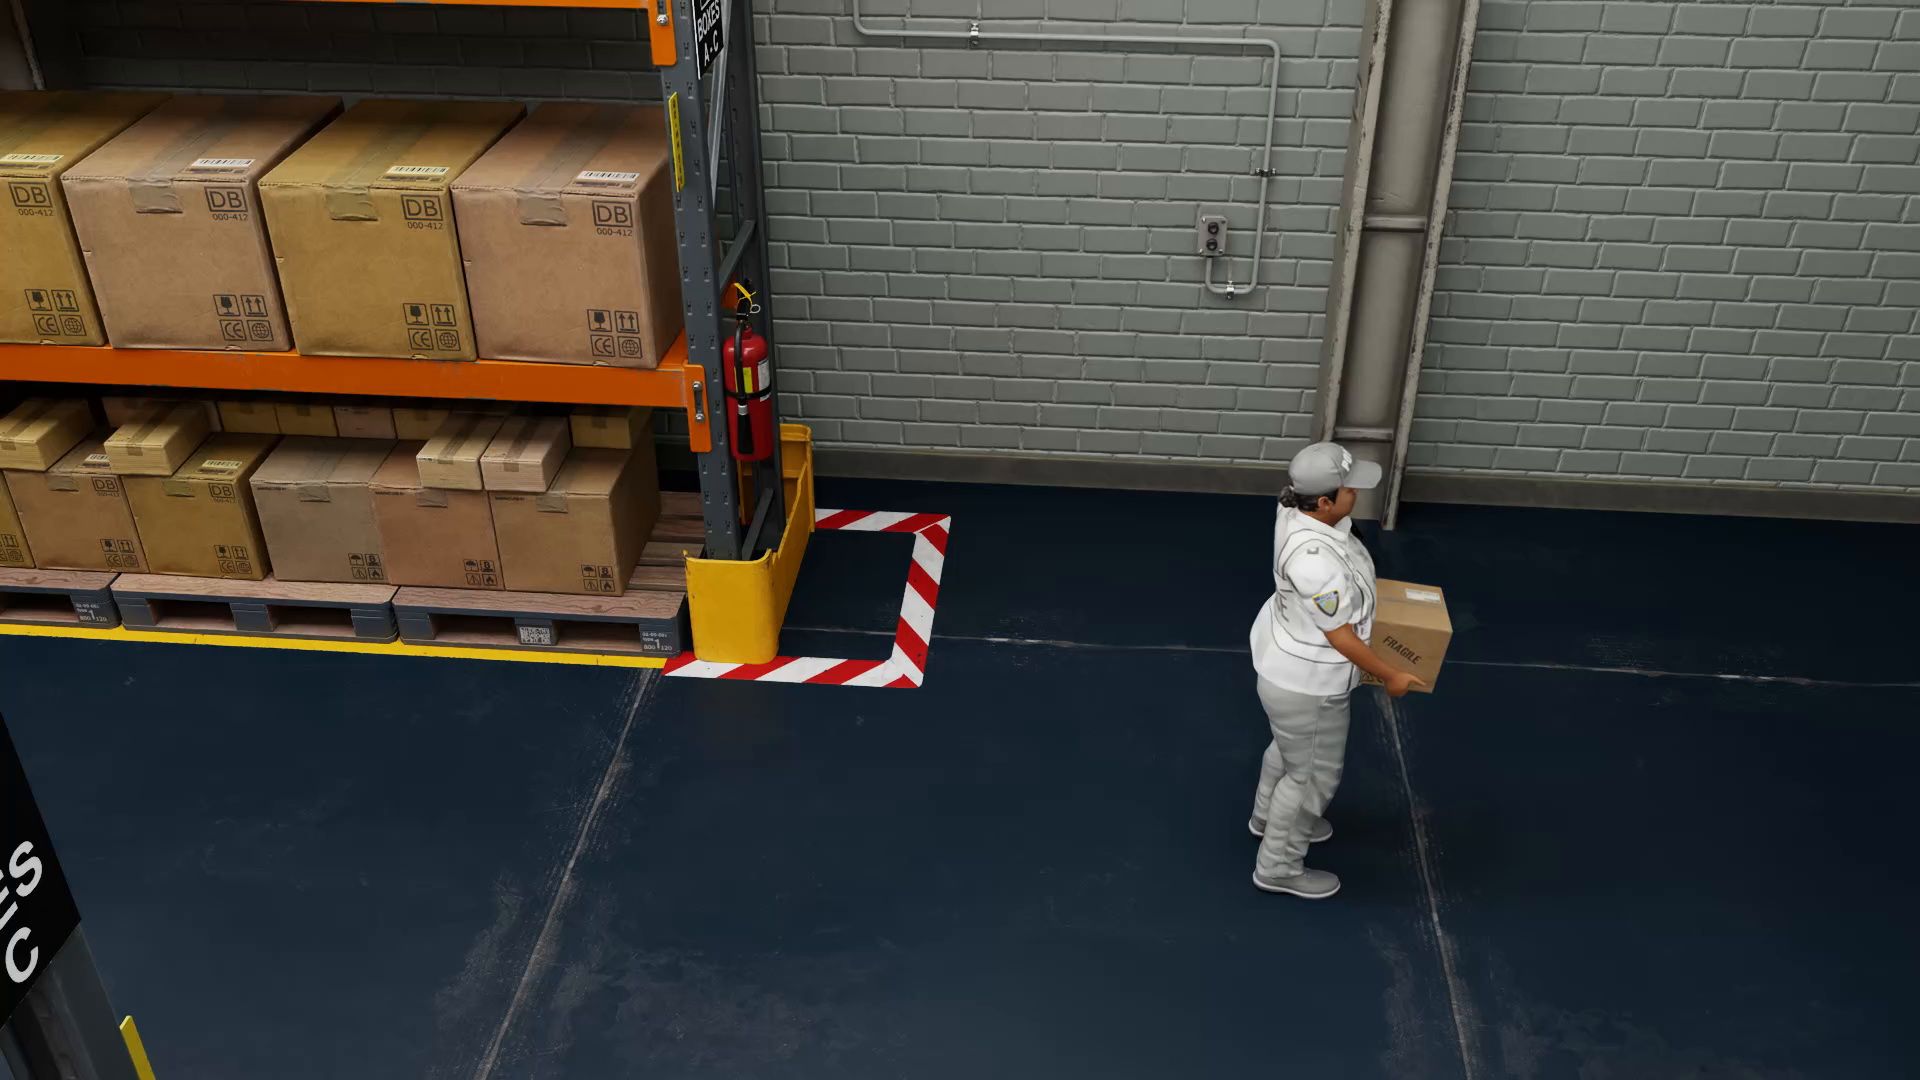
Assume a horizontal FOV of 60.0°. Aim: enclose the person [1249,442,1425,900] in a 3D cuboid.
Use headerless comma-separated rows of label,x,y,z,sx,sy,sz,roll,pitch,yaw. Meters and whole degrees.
person,1.223,0.428,5.463,0.542,1.659,0.454,3,32,5
